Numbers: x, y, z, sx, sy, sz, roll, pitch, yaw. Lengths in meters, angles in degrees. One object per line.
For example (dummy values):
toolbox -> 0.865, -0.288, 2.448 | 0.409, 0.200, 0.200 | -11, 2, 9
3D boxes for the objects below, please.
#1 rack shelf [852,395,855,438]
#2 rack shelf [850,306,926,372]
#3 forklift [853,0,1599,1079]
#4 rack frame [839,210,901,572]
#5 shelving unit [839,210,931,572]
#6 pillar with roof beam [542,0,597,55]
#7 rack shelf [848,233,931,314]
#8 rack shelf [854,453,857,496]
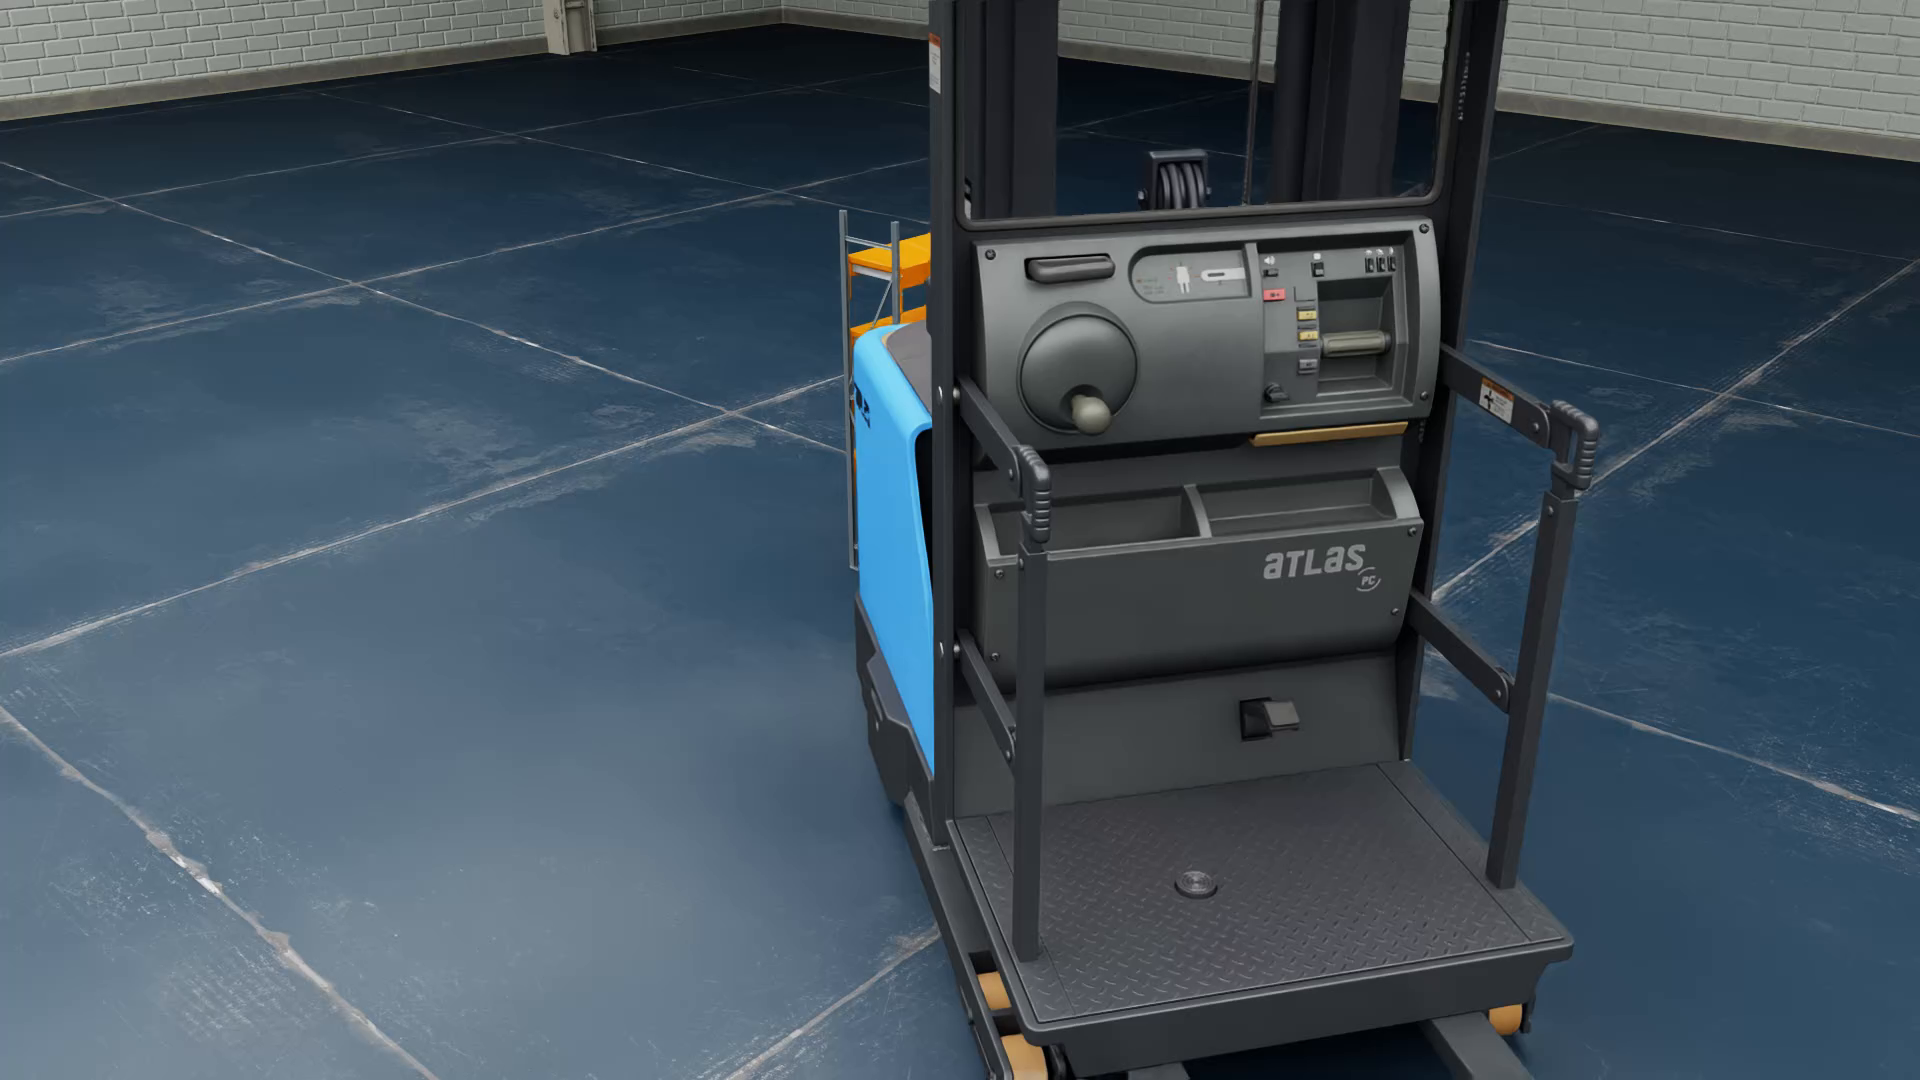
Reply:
rack shelf -> -0.110, -0.436, 5.420 | 0.258, 0.148, 0.480 | 20, 31, 38
rack shelf -> -0.110, -0.640, 5.328 | 0.258, 0.148, 0.480 | 20, 31, 38
forklift -> 0.541, -0.382, 3.019 | 1.130, 2.935, 3.031 | -6, 25, -12
rack frame -> -0.273, -0.423, 5.226 | 0.240, 1.200, 0.015 | 20, 31, 38
shelving unit -> -0.110, -0.497, 5.392 | 0.258, 1.200, 0.503 | 20, 31, 38
pillar with roof beam -> -0.684, -7.833, 12.221 | 9.100, 9.000, 0.400 | 20, 31, 38
rack shelf -> -0.110, -0.856, 5.231 | 0.258, 0.148, 0.480 | 20, 31, 38
rack shelf -> -0.110, -0.254, 5.501 | 0.258, 0.148, 0.480 | 20, 31, 38
